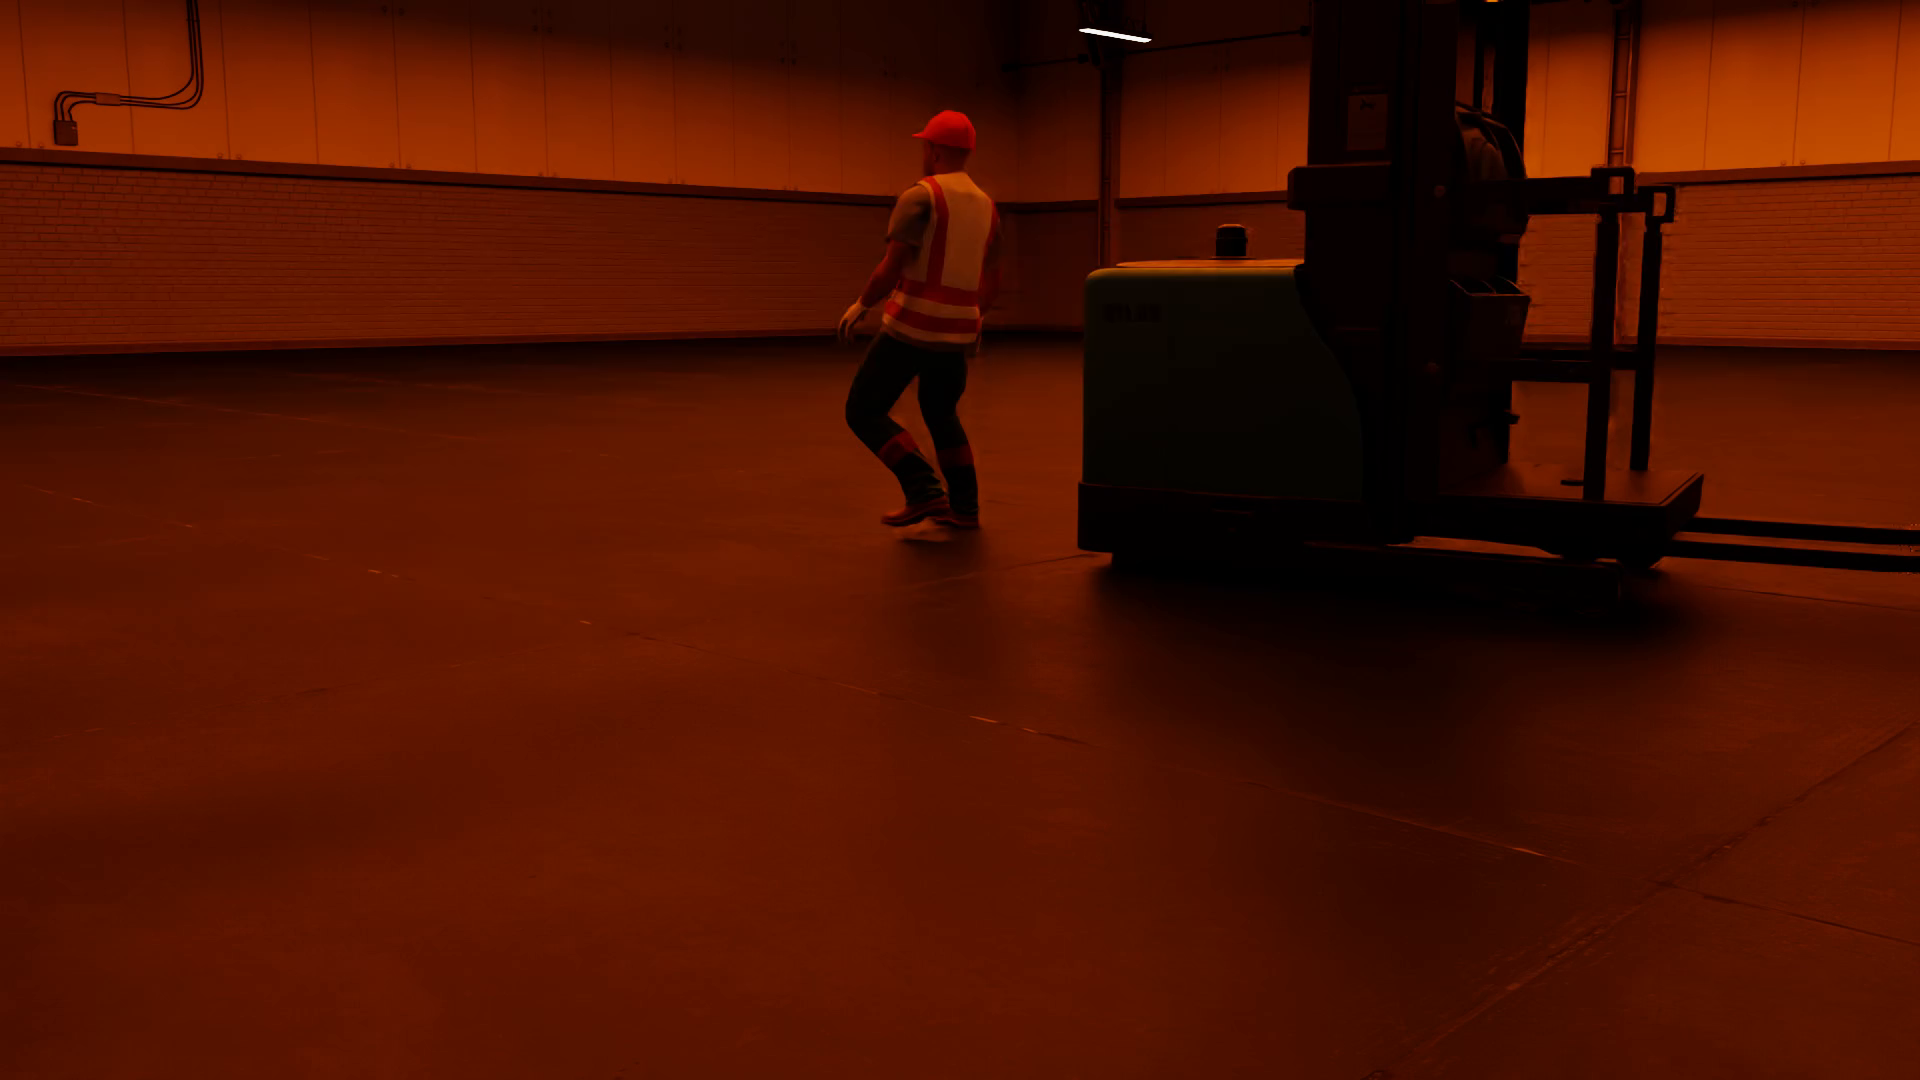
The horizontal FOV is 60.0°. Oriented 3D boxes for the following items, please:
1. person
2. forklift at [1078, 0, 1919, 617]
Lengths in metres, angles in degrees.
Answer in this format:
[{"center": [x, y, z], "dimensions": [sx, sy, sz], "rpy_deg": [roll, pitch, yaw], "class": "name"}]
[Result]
[{"center": [-0.122, -0.860, 6.745], "dimensions": [0.806, 1.700, 0.570], "rpy_deg": [-8, 12, -44], "class": "person"}, {"center": [1.965, -1.301, 5.515], "dimensions": [3.031, 2.935, 1.130], "rpy_deg": [5, 10, 29], "class": "forklift"}]
